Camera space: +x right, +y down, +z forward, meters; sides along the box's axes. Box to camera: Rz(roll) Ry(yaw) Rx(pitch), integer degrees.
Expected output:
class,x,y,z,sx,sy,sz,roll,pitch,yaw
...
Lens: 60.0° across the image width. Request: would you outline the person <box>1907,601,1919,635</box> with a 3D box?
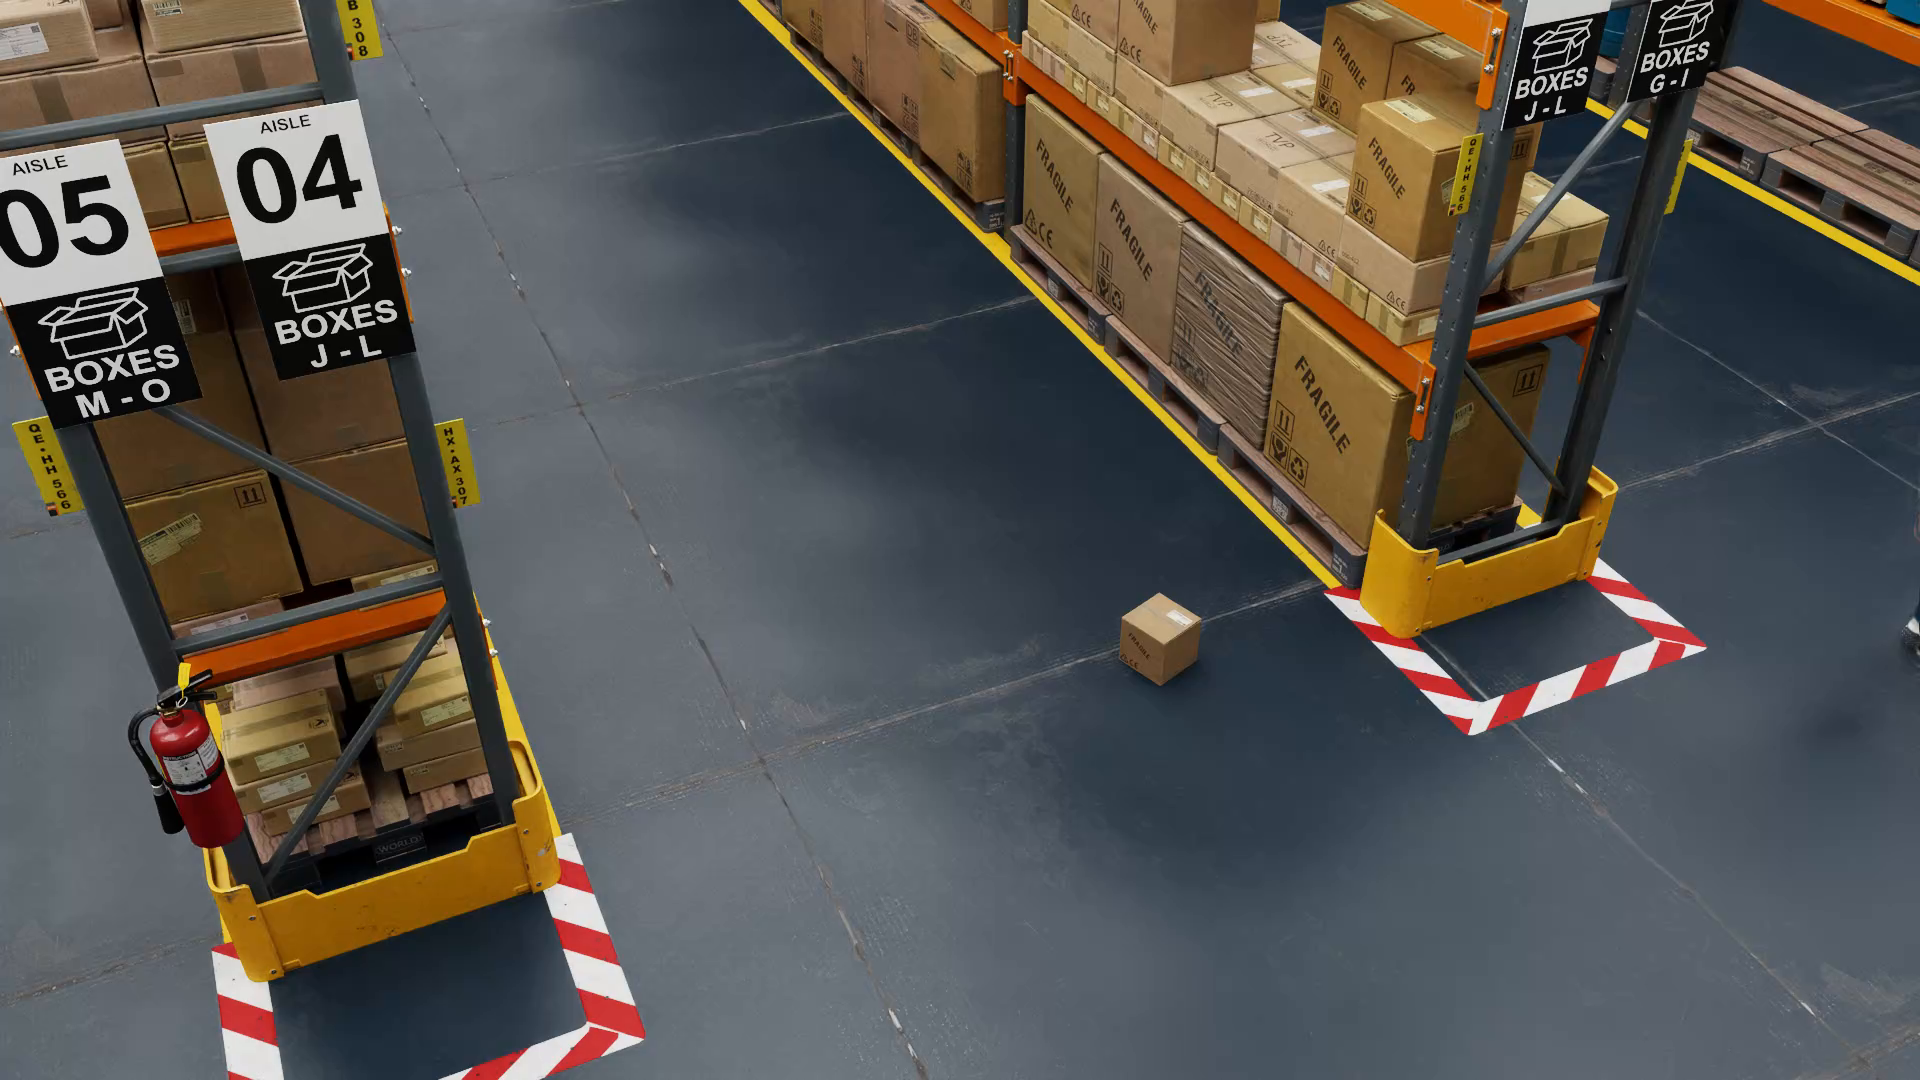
class,x,y,z,sx,sy,sz,roll,pitch,yaw
person,4.709,-0.236,7.155,0.955,1.541,0.446,-17,41,-21
